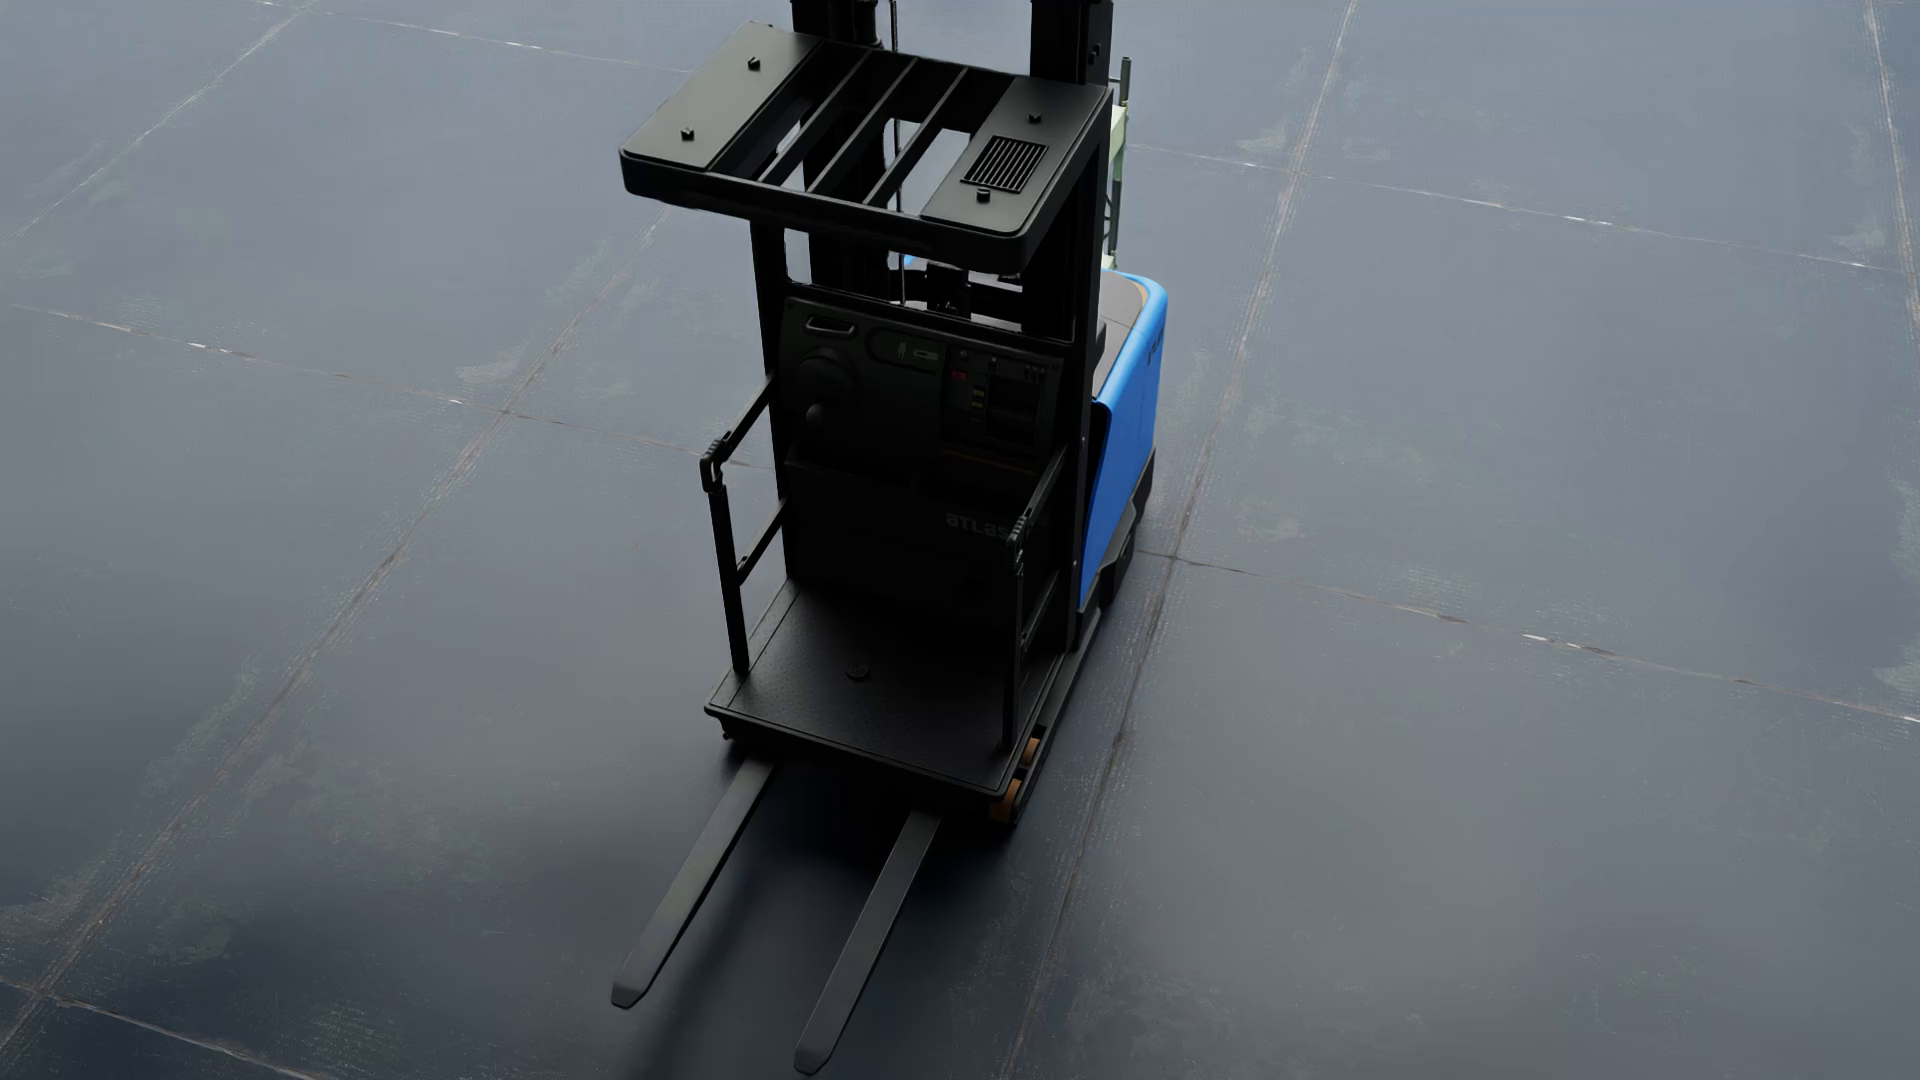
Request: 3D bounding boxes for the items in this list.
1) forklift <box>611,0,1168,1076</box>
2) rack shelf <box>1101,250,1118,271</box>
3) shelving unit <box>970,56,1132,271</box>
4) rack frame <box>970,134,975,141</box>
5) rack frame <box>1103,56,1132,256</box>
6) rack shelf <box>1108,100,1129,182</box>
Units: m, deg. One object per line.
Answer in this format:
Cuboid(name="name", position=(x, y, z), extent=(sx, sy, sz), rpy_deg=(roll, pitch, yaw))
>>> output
Cuboid(name="forklift", position=(-0.205, -0.402, 5.065), extent=(1.130, 2.935, 3.031), rpy_deg=(15, 46, 15))
Cuboid(name="rack shelf", position=(0.356, -0.932, 7.096), extent=(0.431, 0.370, 0.720), rpy_deg=(15, 46, 15))
Cuboid(name="shelving unit", position=(0.356, -1.165, 6.868), extent=(0.431, 1.500, 0.755), rpy_deg=(15, 46, 15))
Cuboid(name="rack frame", position=(0.226, -0.926, 6.624), extent=(0.400, 1.500, 0.023), rpy_deg=(15, 46, 15))
Cuboid(name="rack frame", position=(0.485, -1.405, 7.113), extent=(0.400, 1.500, 0.023), rpy_deg=(15, 46, 15))
Cuboid(name="rack shelf", position=(0.356, -1.444, 6.595), extent=(0.431, 0.370, 0.720), rpy_deg=(15, 46, 15))
